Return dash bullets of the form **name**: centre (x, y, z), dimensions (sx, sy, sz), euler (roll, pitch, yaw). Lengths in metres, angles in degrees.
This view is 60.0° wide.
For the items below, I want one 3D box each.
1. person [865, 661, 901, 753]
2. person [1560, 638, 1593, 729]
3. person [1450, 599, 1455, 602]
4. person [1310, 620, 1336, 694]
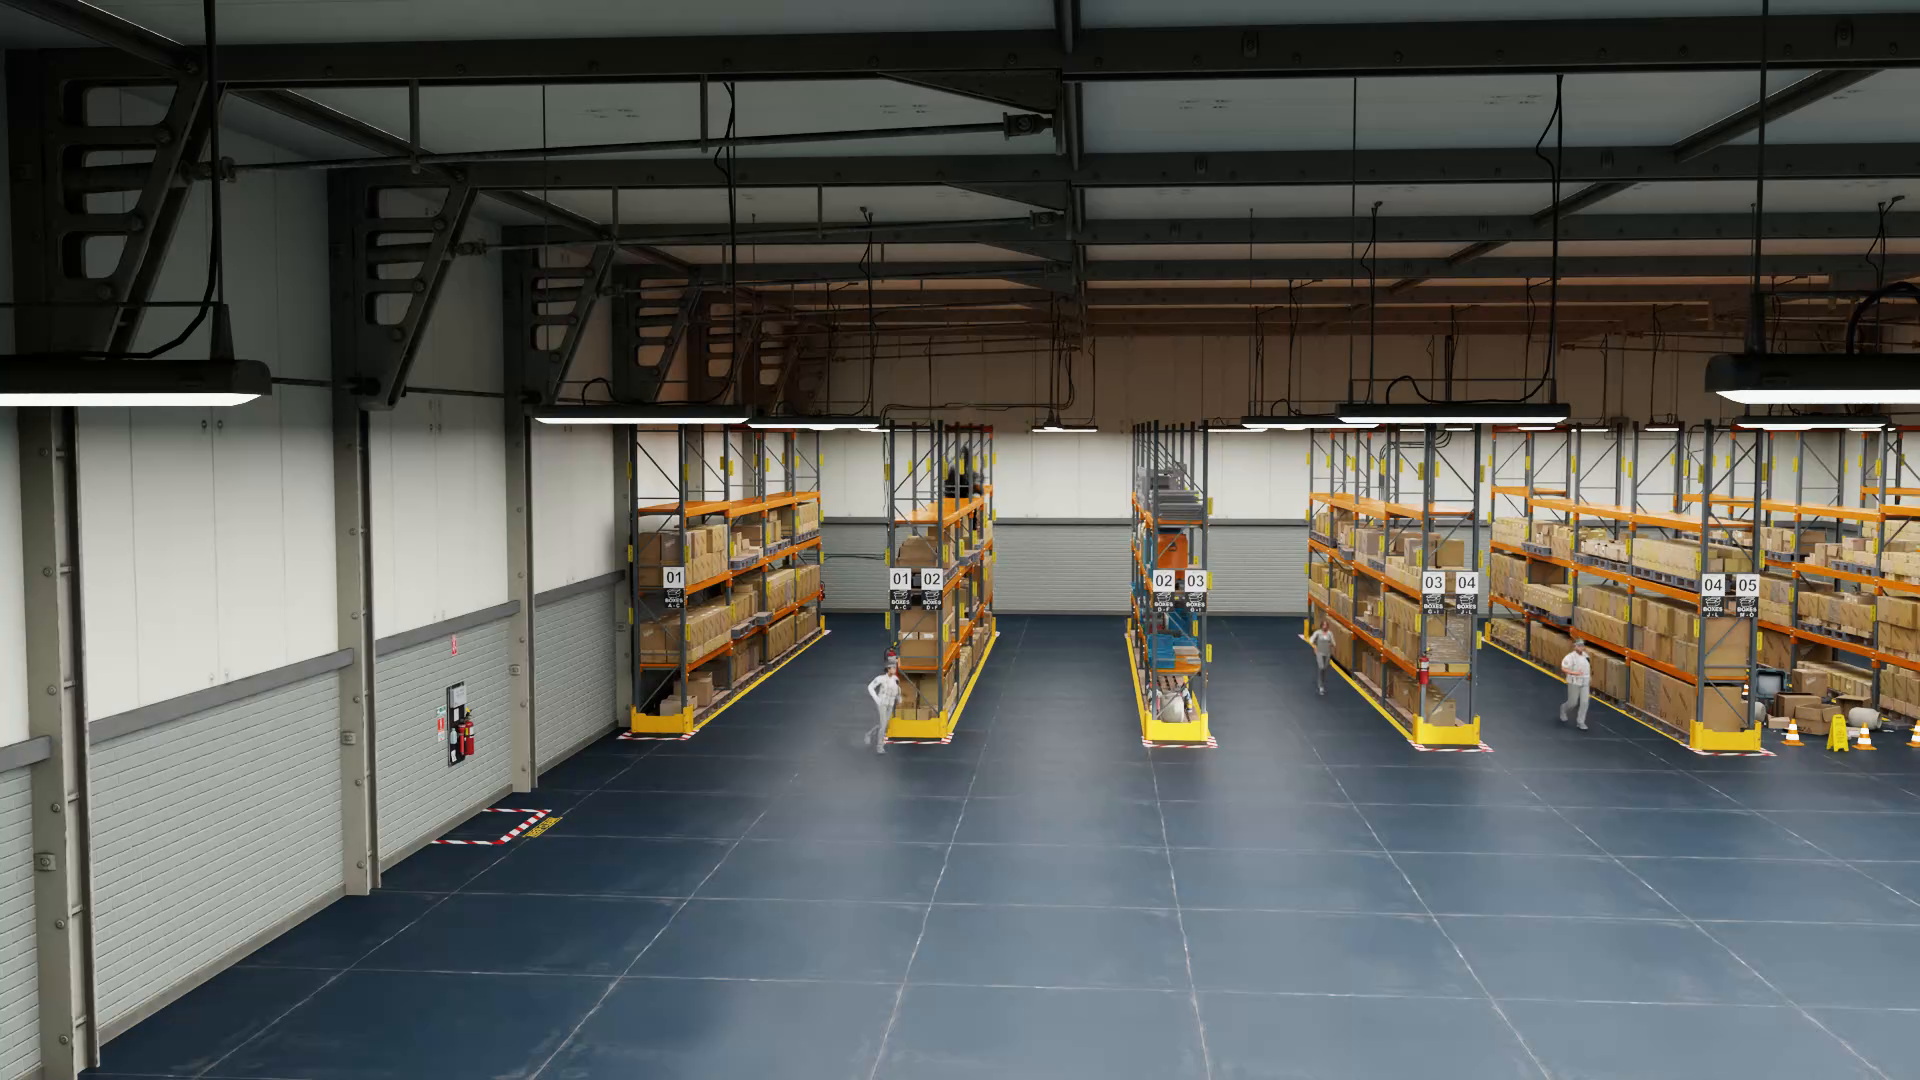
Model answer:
- **person**: centre (-1.407, 3.023, 30.292), dimensions (0.563, 1.654, 0.713), euler (-3, 5, -40)
- **person**: centre (12.063, 2.781, 32.528), dimensions (0.670, 1.755, 0.796), euler (-1, 4, -10)
- **person**: centre (13.484, 2.019, 46.408), dimensions (0.675, 1.574, 0.669), euler (3, 4, 35)
- **person**: centre (8.068, 2.591, 36.916), dimensions (0.519, 1.644, 0.722), euler (0, 4, -4)
